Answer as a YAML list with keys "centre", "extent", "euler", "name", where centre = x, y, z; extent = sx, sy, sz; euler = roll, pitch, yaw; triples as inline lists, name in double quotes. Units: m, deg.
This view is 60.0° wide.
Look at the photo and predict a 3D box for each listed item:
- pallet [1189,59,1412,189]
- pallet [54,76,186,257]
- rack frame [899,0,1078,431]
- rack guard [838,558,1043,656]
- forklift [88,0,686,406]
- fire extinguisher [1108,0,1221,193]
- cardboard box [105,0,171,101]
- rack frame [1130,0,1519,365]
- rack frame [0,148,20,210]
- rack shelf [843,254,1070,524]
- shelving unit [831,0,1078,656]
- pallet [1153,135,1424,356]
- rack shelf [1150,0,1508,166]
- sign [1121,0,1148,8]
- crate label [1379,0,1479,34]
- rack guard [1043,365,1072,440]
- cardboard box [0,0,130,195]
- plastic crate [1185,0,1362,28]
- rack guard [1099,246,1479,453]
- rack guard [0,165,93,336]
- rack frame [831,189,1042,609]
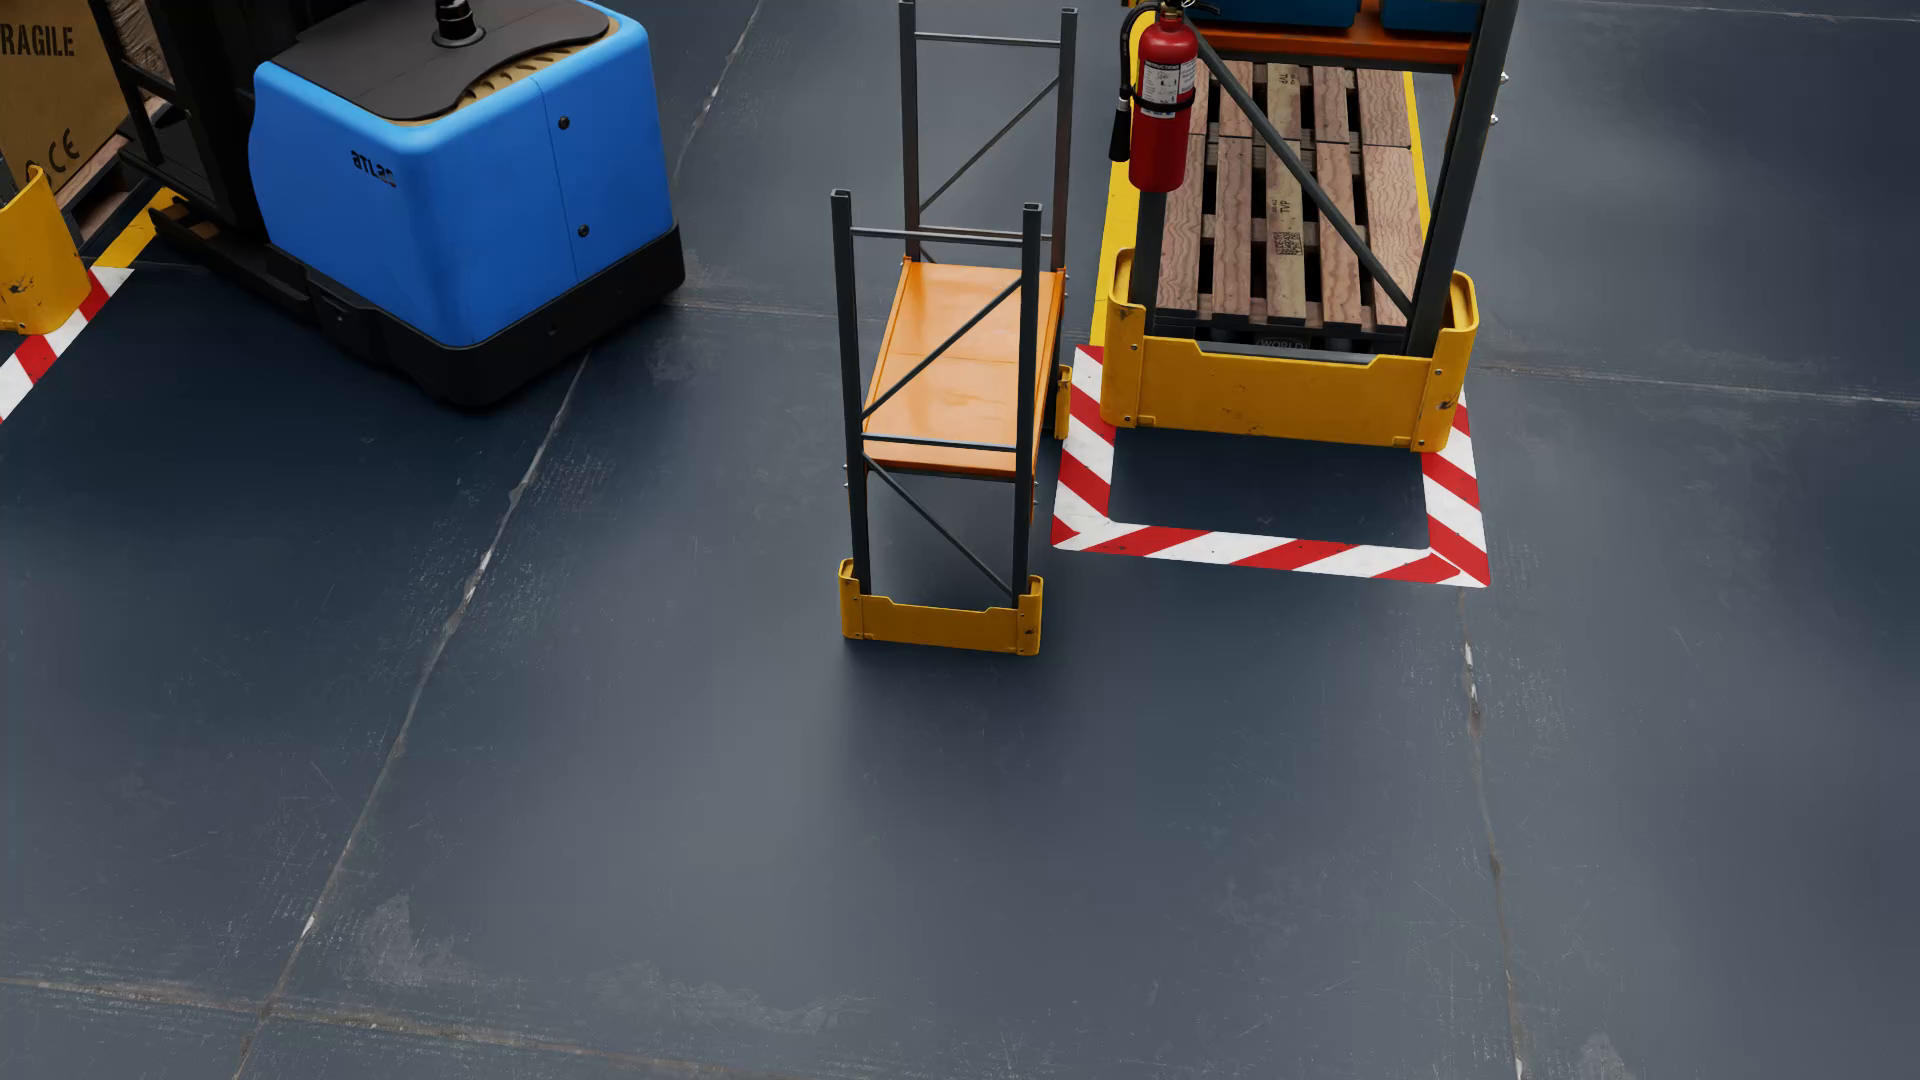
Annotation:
- centre: [1.375, -1.937, 7.142]
  extent: [1.003, 0.211, 1.213]
  euler: [5, 44, 6]
  name: "pallet"
- centre: [-3.818, -1.552, 6.735]
  extent: [1.003, 0.211, 1.213]
  euler: [5, 44, 6]
  name: "pallet"
- centre: [0.078, -0.949, 5.162]
  extent: [0.500, 1.500, 0.032]
  euler: [5, 44, 6]
  name: "rack frame"
- centre: [-0.056, 0.197, 4.860]
  extent: [0.587, 0.250, 0.087]
  euler: [5, 44, 6]
  name: "rack guard"
- centre: [-2.485, -2.366, 5.617]
  extent: [3.031, 2.935, 1.130]
  euler: [29, 51, 27]
  name: "forklift"
- centre: [0.593, -1.337, 4.808]
  extent: [0.296, 0.674, 0.183]
  euler: [5, 44, 6]
  name: "fire extinguisher"
- centre: [-3.720, -2.457, 6.903]
  extent: [0.875, 0.875, 0.875]
  euler: [5, 44, 6]
  name: "cardboard box"
- centre: [1.064, -1.562, 4.718]
  extent: [1.000, 3.000, 0.127]
  euler: [5, 44, 6]
  name: "rack frame"
- centre: [-3.846, -2.012, 5.194]
  extent: [1.000, 3.000, 0.127]
  euler: [5, 44, 6]
  name: "rack frame"
- centre: [0.011, -0.472, 4.919]
  extent: [0.538, 0.185, 1.000]
  euler: [5, 44, 6]
  name: "rack shelf"
- centre: [0.010, -0.597, 4.789]
  extent: [0.587, 1.500, 1.083]
  euler: [5, 44, 6]
  name: "shelving unit"
- centre: [1.211, -1.108, 6.267]
  extent: [1.003, 0.211, 1.213]
  euler: [5, 44, 6]
  name: "pallet"
- centre: [1.328, -2.664, 6.405]
  extent: [1.077, 0.370, 4.000]
  euler: [5, 44, 6]
  name: "rack shelf"
- centre: [0.516, -1.660, 4.703]
  extent: [0.100, 0.325, 0.005]
  euler: [5, 44, 6]
  name: "sign"
- centre: [1.423, -1.661, 4.901]
  extent: [0.416, 0.233, 0.303]
  euler: [5, 44, 6]
  name: "crate label"
- centre: [0.076, -0.482, 5.577]
  extent: [0.587, 0.250, 0.087]
  euler: [5, 44, 6]
  name: "rack guard"
- centre: [-3.841, -1.837, 6.248]
  extent: [0.875, 0.875, 0.875]
  euler: [5, 44, 6]
  name: "cardboard box"
- centre: [0.923, -1.842, 4.944]
  extent: [0.616, 0.435, 0.499]
  euler: [5, 44, 6]
  name: "plastic crate"
- centre: [1.073, -0.637, 5.559]
  extent: [1.175, 0.500, 0.348]
  euler: [5, 44, 6]
  name: "rack guard"
- centre: [-3.849, -1.088, 6.036]
  extent: [1.175, 0.500, 0.348]
  euler: [5, 44, 6]
  name: "rack guard"
- centre: [-0.056, -0.256, 4.430]
  extent: [0.500, 1.500, 0.032]
  euler: [5, 44, 6]
  name: "rack frame"
